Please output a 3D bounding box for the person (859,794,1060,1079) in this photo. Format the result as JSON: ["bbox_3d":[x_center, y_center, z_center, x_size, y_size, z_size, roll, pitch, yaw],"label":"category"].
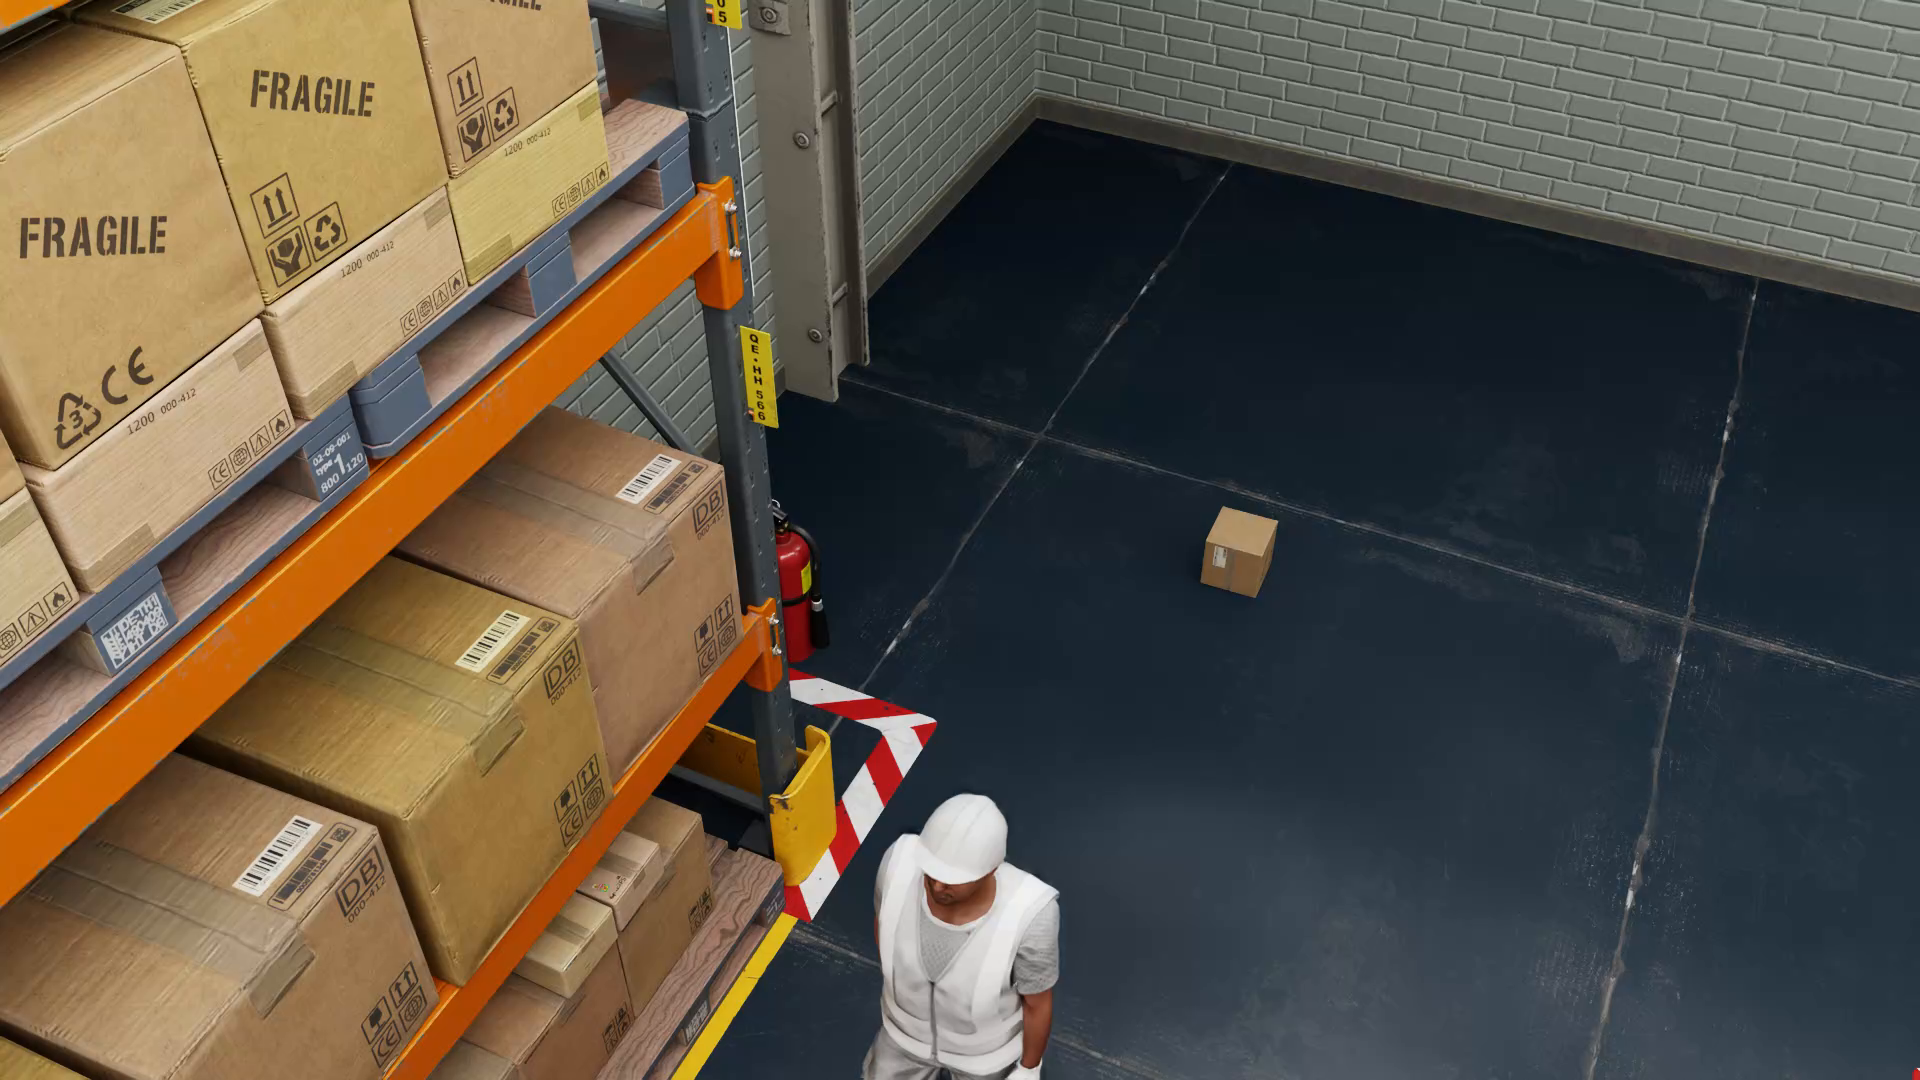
[{"bbox_3d":[-0.025,1.373,4.576,0.551,1.805,0.459,14,44,16],"label":"person"}]
